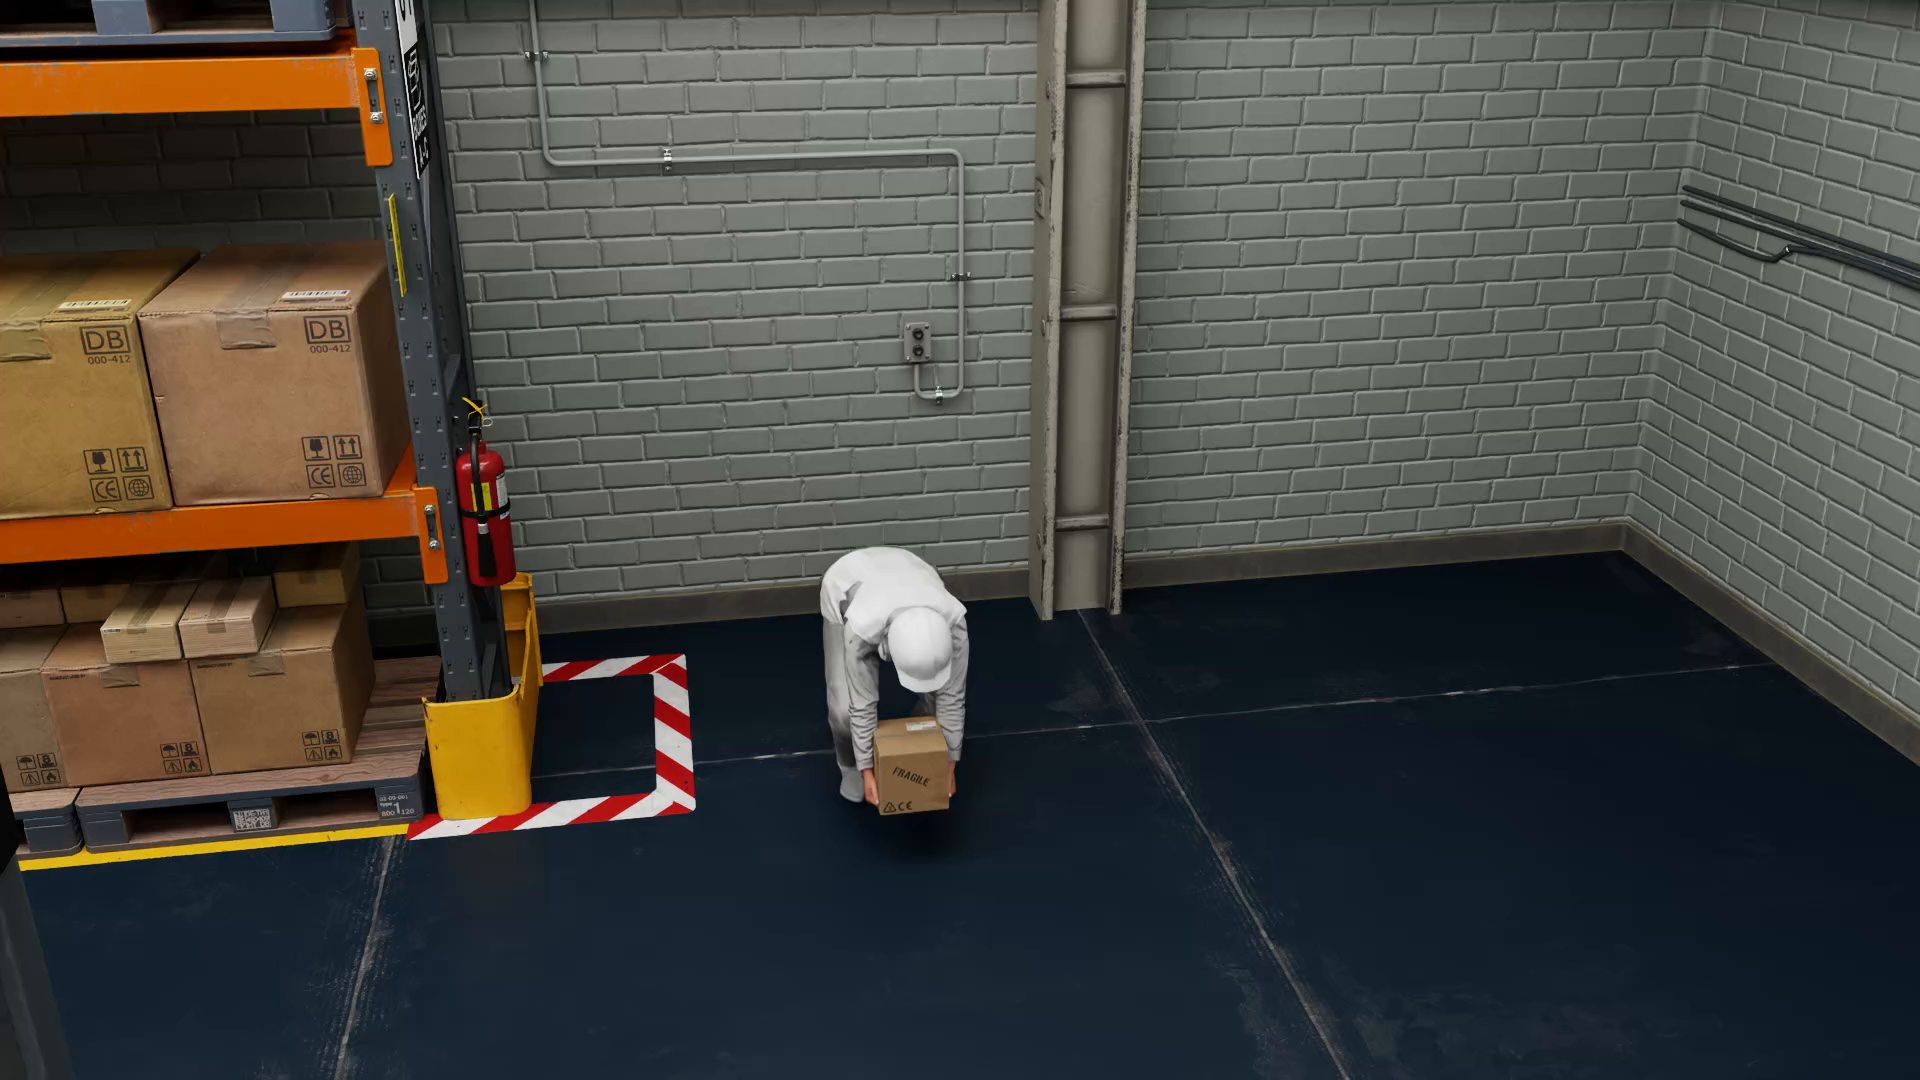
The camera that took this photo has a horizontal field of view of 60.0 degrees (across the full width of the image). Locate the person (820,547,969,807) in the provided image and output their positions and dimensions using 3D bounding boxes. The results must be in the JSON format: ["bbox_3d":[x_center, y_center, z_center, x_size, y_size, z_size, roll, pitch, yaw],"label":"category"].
[{"bbox_3d":[-0.239,0.568,6.205,0.501,1.012,0.996,-5,24,-12],"label":"person"}]
